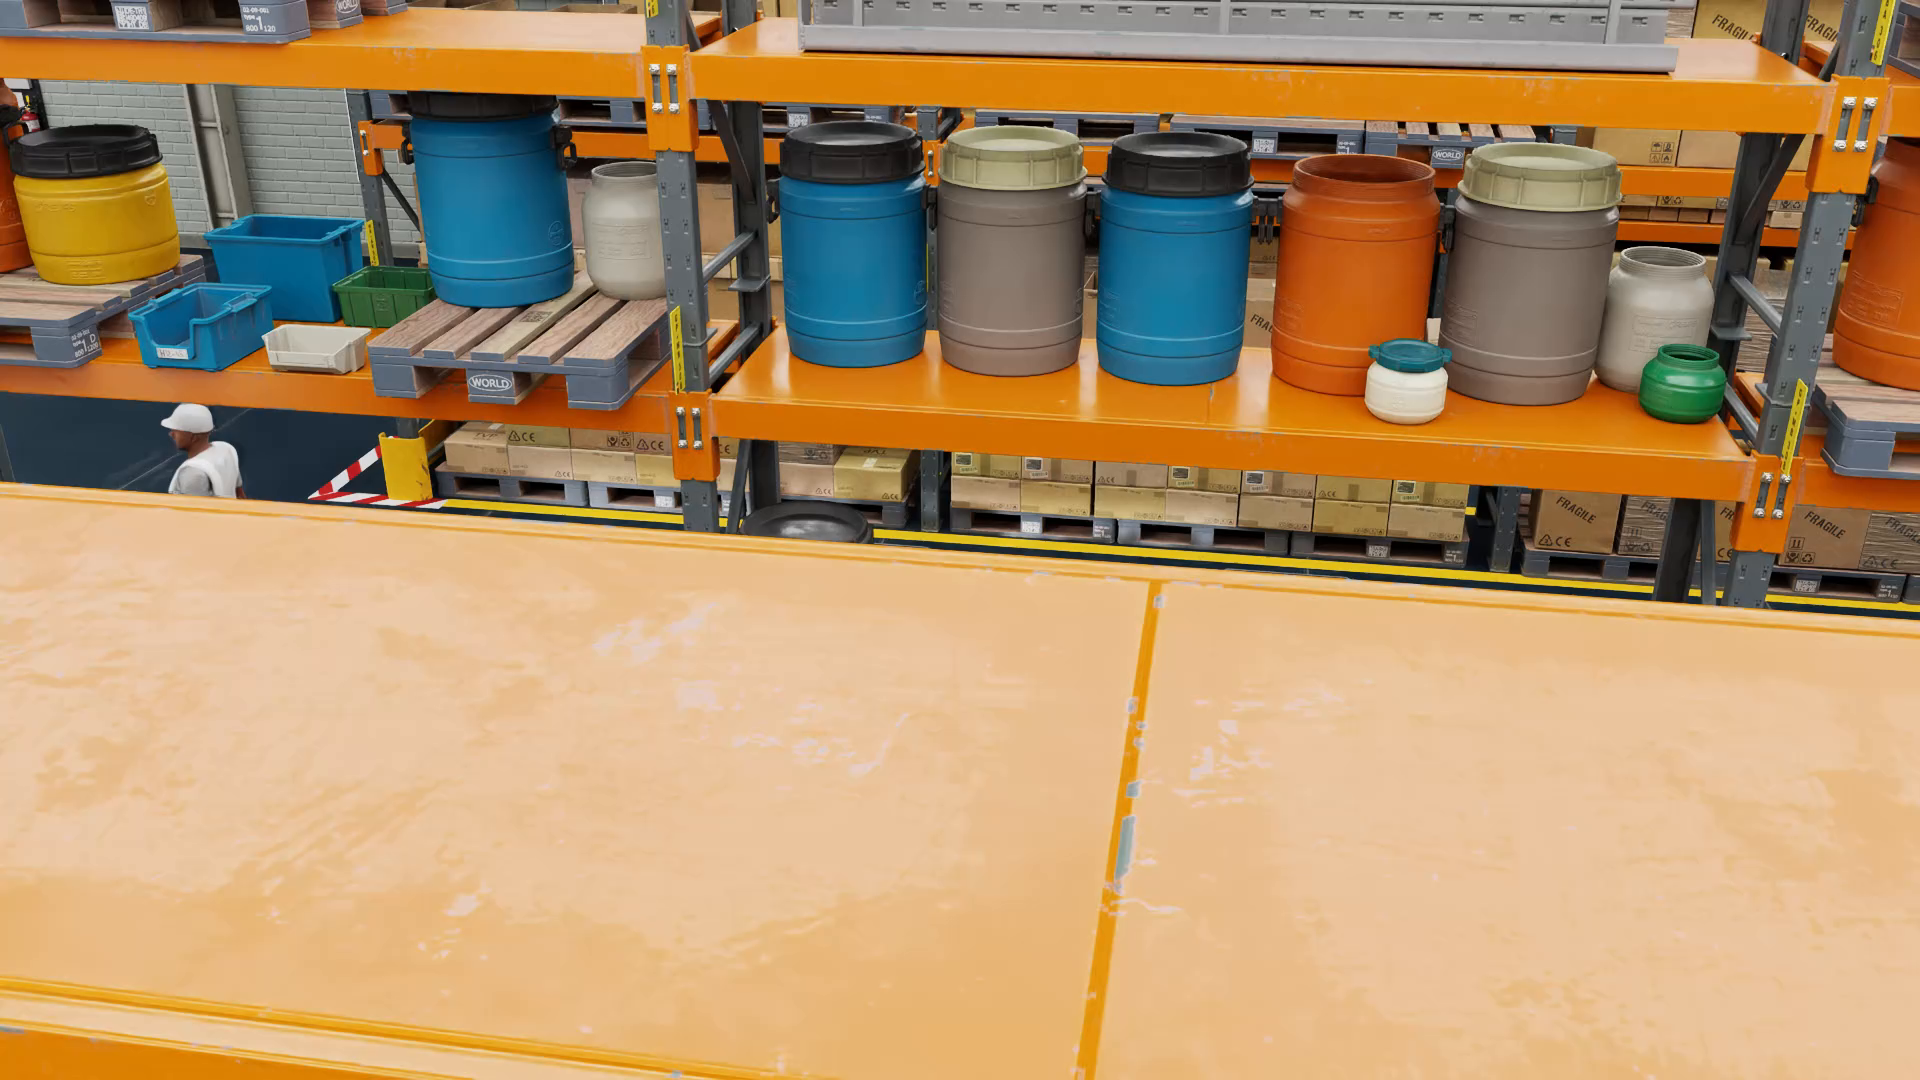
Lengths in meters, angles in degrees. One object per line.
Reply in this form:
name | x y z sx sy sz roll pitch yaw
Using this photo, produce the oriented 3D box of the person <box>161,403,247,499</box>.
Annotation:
person | -4.408 0.026 9.791 1.038 1.747 0.603 -2 25 -4
